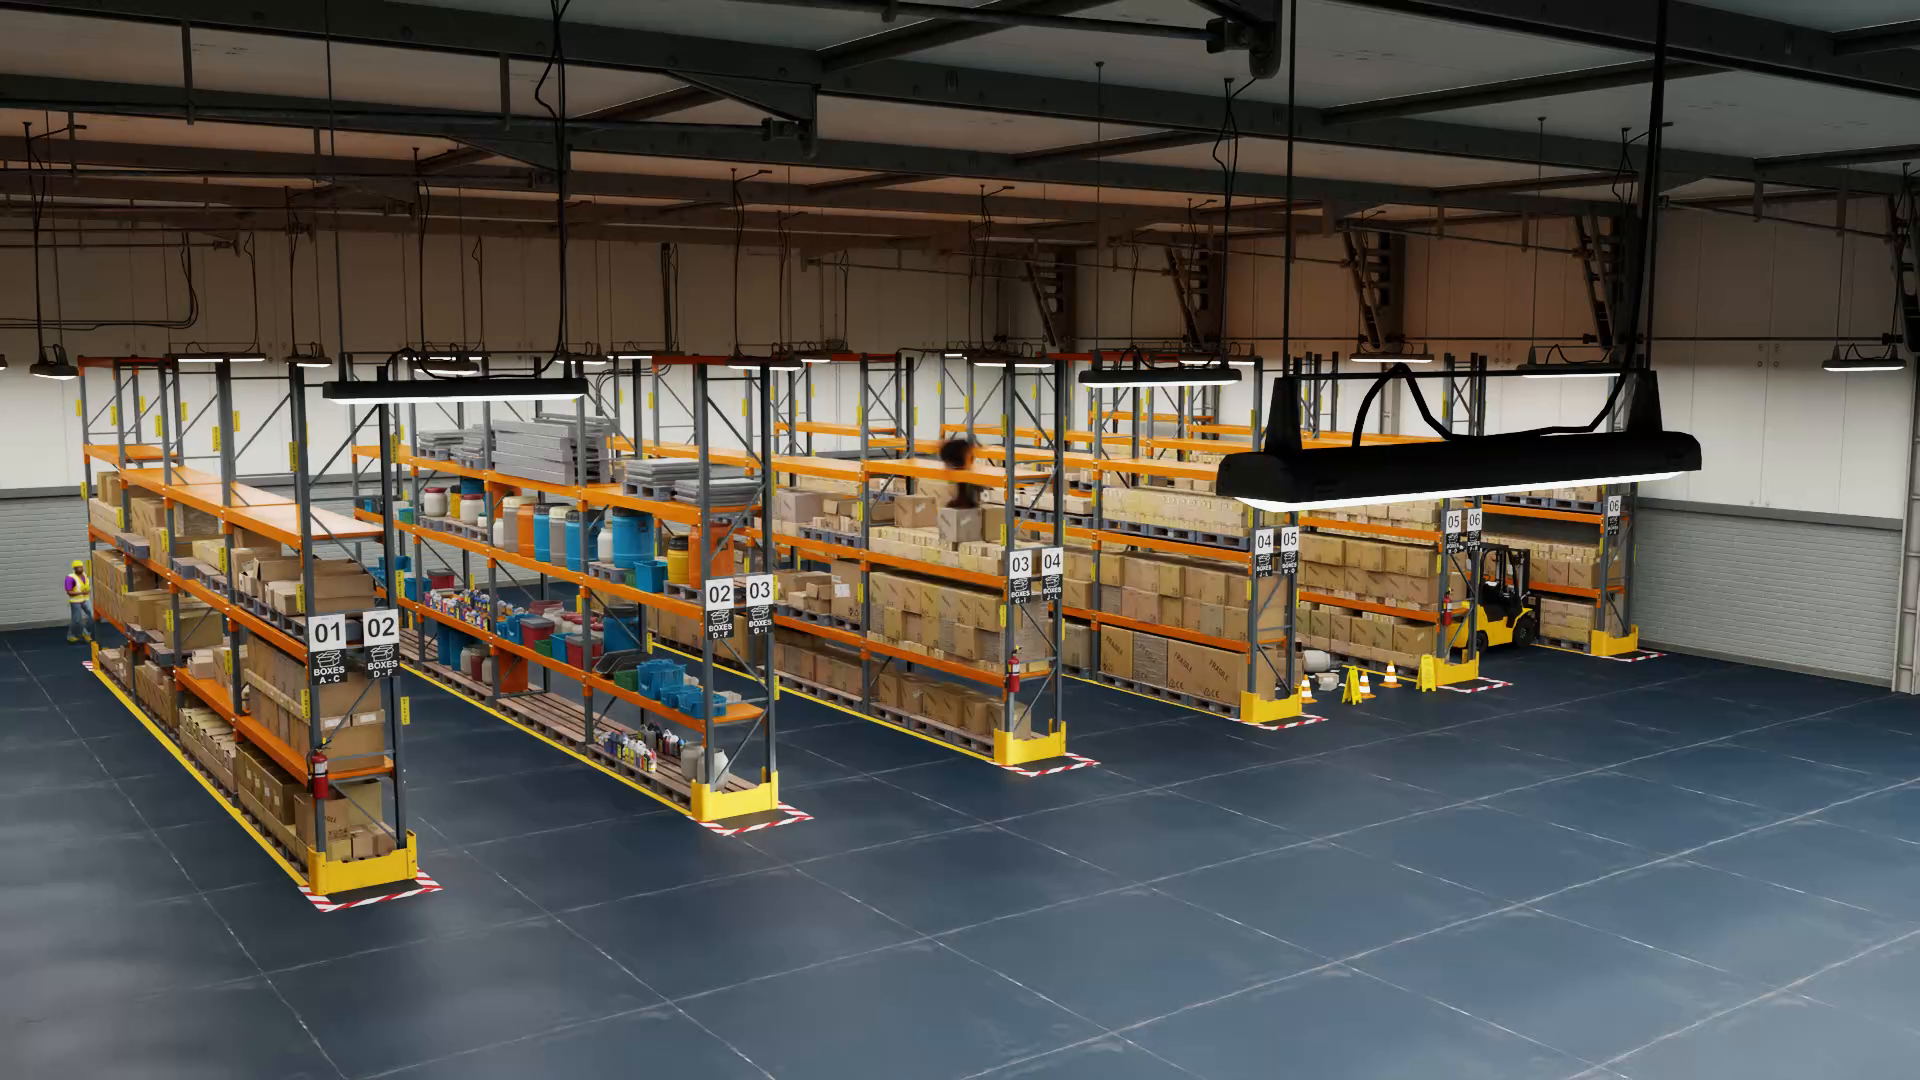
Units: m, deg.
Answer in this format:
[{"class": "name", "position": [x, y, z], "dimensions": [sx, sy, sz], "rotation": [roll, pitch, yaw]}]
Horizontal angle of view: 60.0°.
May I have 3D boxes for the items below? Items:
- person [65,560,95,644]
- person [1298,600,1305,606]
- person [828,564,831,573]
[{"class": "person", "position": [-18.235, 1.290, 34.446], "dimensions": [0.738, 1.773, 0.654], "rotation": [3, 7, 20]}, {"class": "person", "position": [7.371, 1.169, 35.918], "dimensions": [0.787, 1.700, 0.559], "rotation": [6, 9, 41]}, {"class": "person", "position": [-3.109, 0.275, 42.975], "dimensions": [0.647, 1.800, 0.875], "rotation": [6, 9, 41]}]
